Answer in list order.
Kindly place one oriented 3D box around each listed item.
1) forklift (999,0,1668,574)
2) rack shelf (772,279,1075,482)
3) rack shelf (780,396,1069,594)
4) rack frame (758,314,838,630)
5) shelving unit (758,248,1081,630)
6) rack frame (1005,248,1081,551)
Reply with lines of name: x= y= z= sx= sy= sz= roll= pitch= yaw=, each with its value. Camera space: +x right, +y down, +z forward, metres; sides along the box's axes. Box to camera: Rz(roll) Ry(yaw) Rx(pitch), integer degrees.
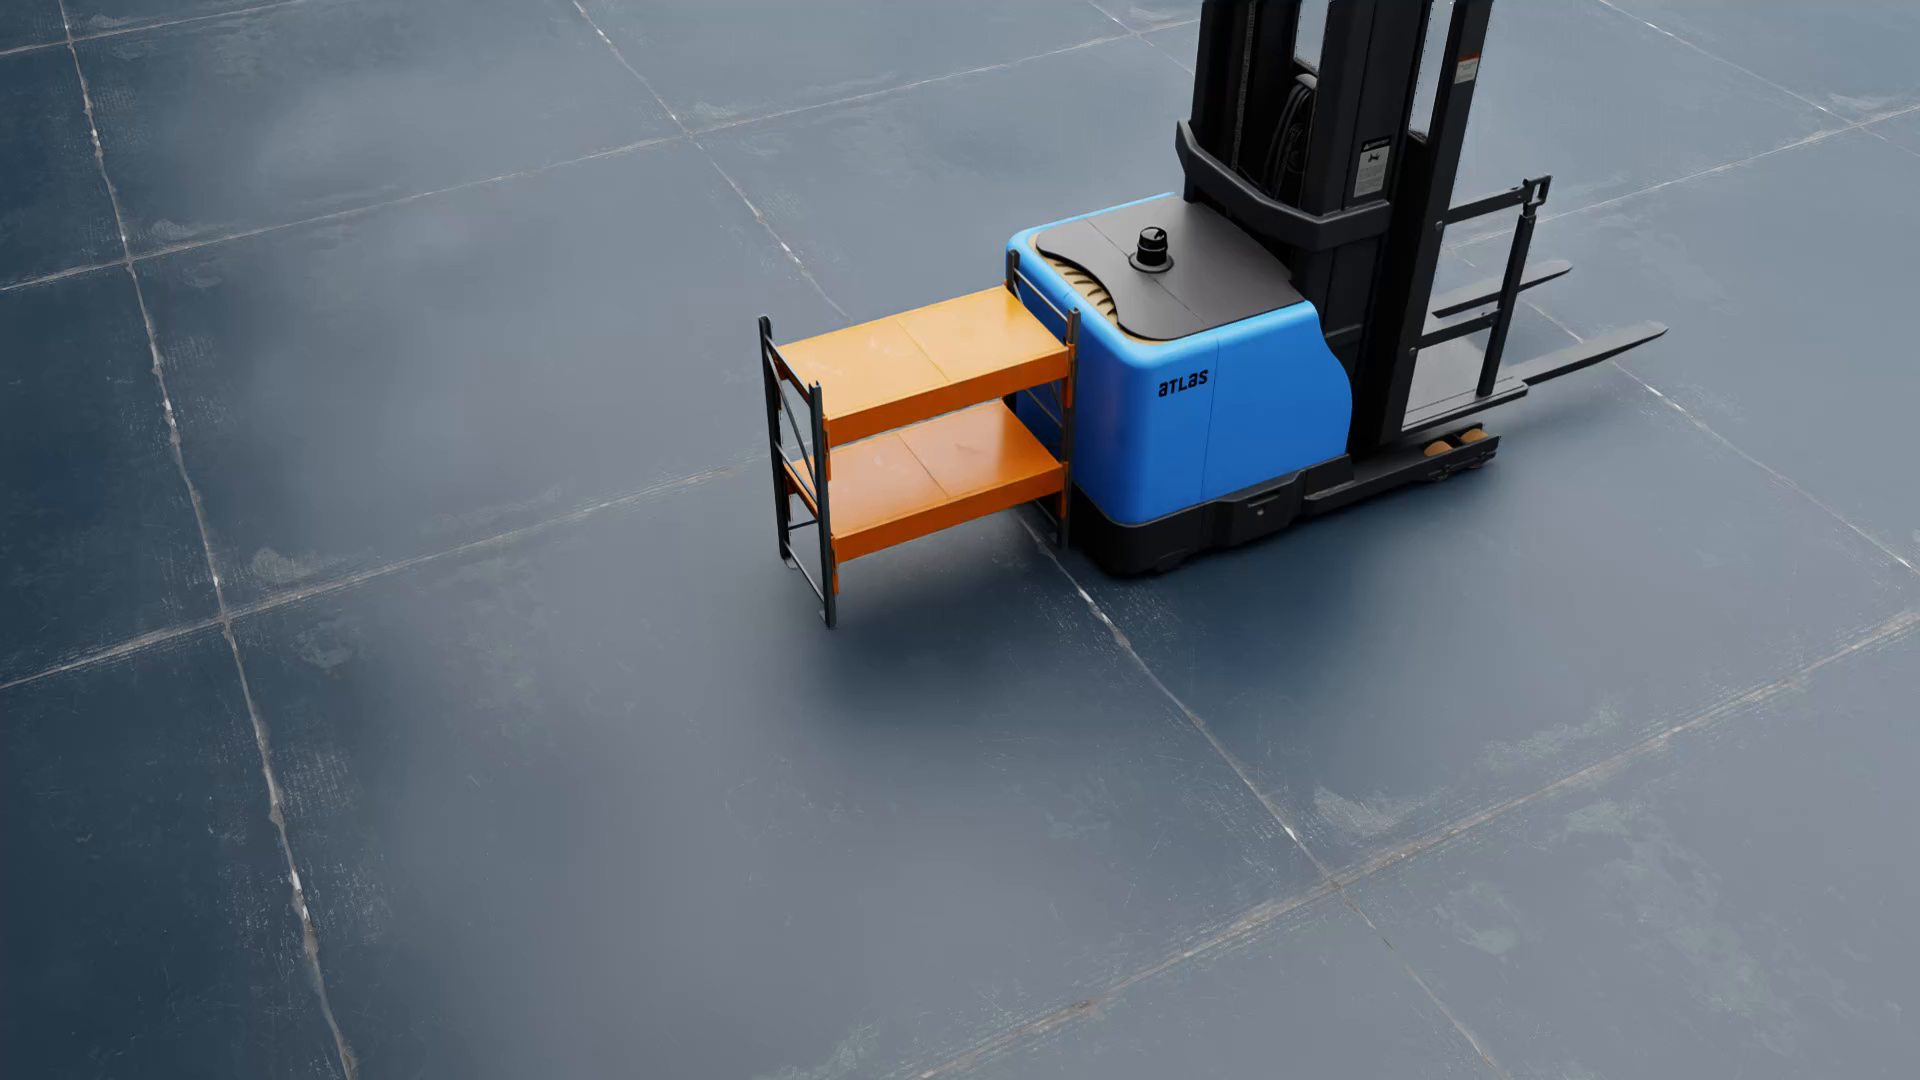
forklift: x=1.716 y=-1.655 z=6.436 sx=3.031 sy=2.935 sz=1.130 roll=-18 pitch=44 yaw=-20
rack shelf: x=-0.144 y=-0.606 z=6.142 sx=1.000 sy=0.278 sz=0.538 roll=-18 pitch=44 yaw=-20
rack shelf: x=-0.144 y=-0.196 z=6.489 sx=1.000 sy=0.278 sz=0.538 roll=-18 pitch=44 yaw=-20
rack frame: x=-0.596 y=-0.232 z=6.154 sx=0.032 sy=1.125 sz=0.500 roll=-18 pitch=44 yaw=-20
shelving unit: x=-0.144 y=-0.382 z=6.331 sx=1.048 sy=1.125 sz=0.538 roll=-18 pitch=44 yaw=-20
rack frame: x=0.309 y=-0.532 z=6.508 sx=0.032 sy=1.125 sz=0.500 roll=-18 pitch=44 yaw=-20
